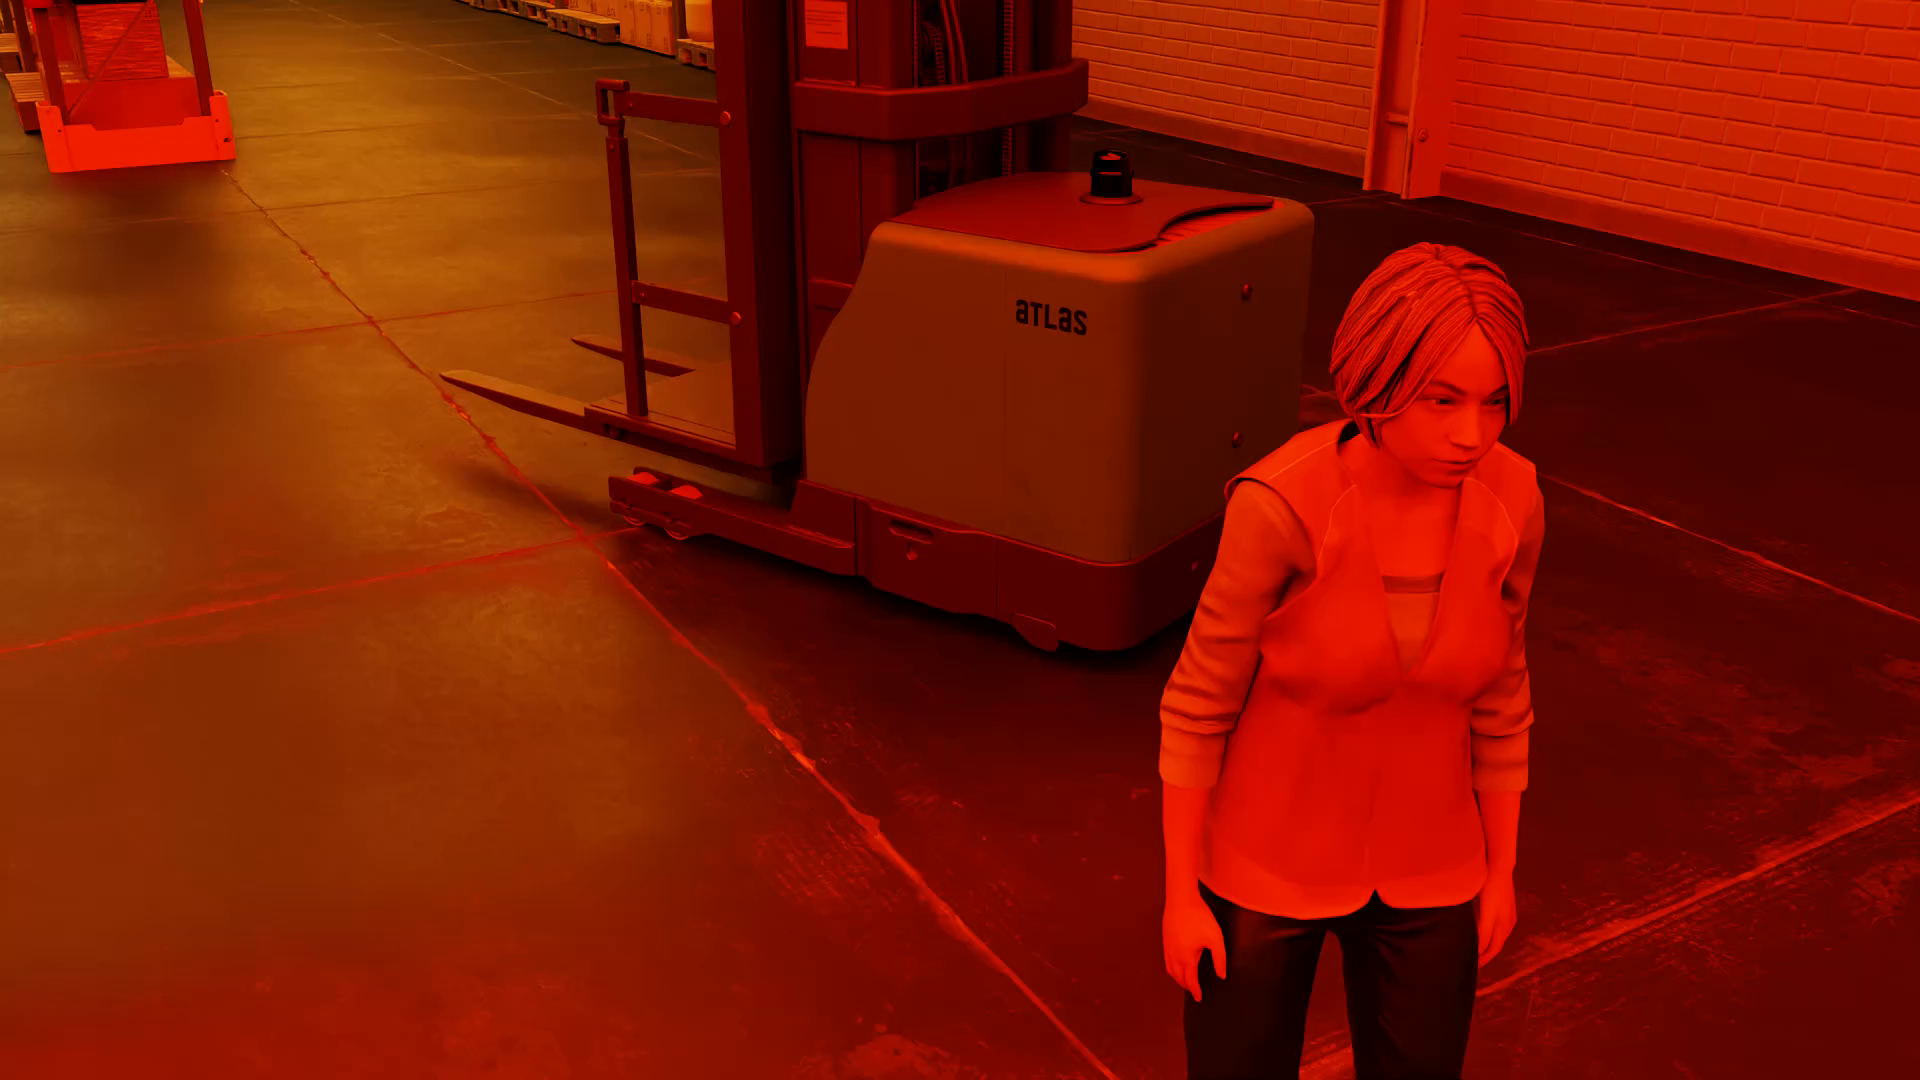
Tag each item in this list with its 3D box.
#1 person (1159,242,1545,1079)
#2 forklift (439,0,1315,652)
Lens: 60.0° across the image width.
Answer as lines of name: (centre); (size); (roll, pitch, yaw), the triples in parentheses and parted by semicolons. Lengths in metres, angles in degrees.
person: (0.461, 0.425, 2.007); (0.459, 1.591, 0.345); (-3, 23, -8)
forklift: (-0.481, -1.497, 4.922); (3.031, 2.935, 1.130); (16, 27, 34)
